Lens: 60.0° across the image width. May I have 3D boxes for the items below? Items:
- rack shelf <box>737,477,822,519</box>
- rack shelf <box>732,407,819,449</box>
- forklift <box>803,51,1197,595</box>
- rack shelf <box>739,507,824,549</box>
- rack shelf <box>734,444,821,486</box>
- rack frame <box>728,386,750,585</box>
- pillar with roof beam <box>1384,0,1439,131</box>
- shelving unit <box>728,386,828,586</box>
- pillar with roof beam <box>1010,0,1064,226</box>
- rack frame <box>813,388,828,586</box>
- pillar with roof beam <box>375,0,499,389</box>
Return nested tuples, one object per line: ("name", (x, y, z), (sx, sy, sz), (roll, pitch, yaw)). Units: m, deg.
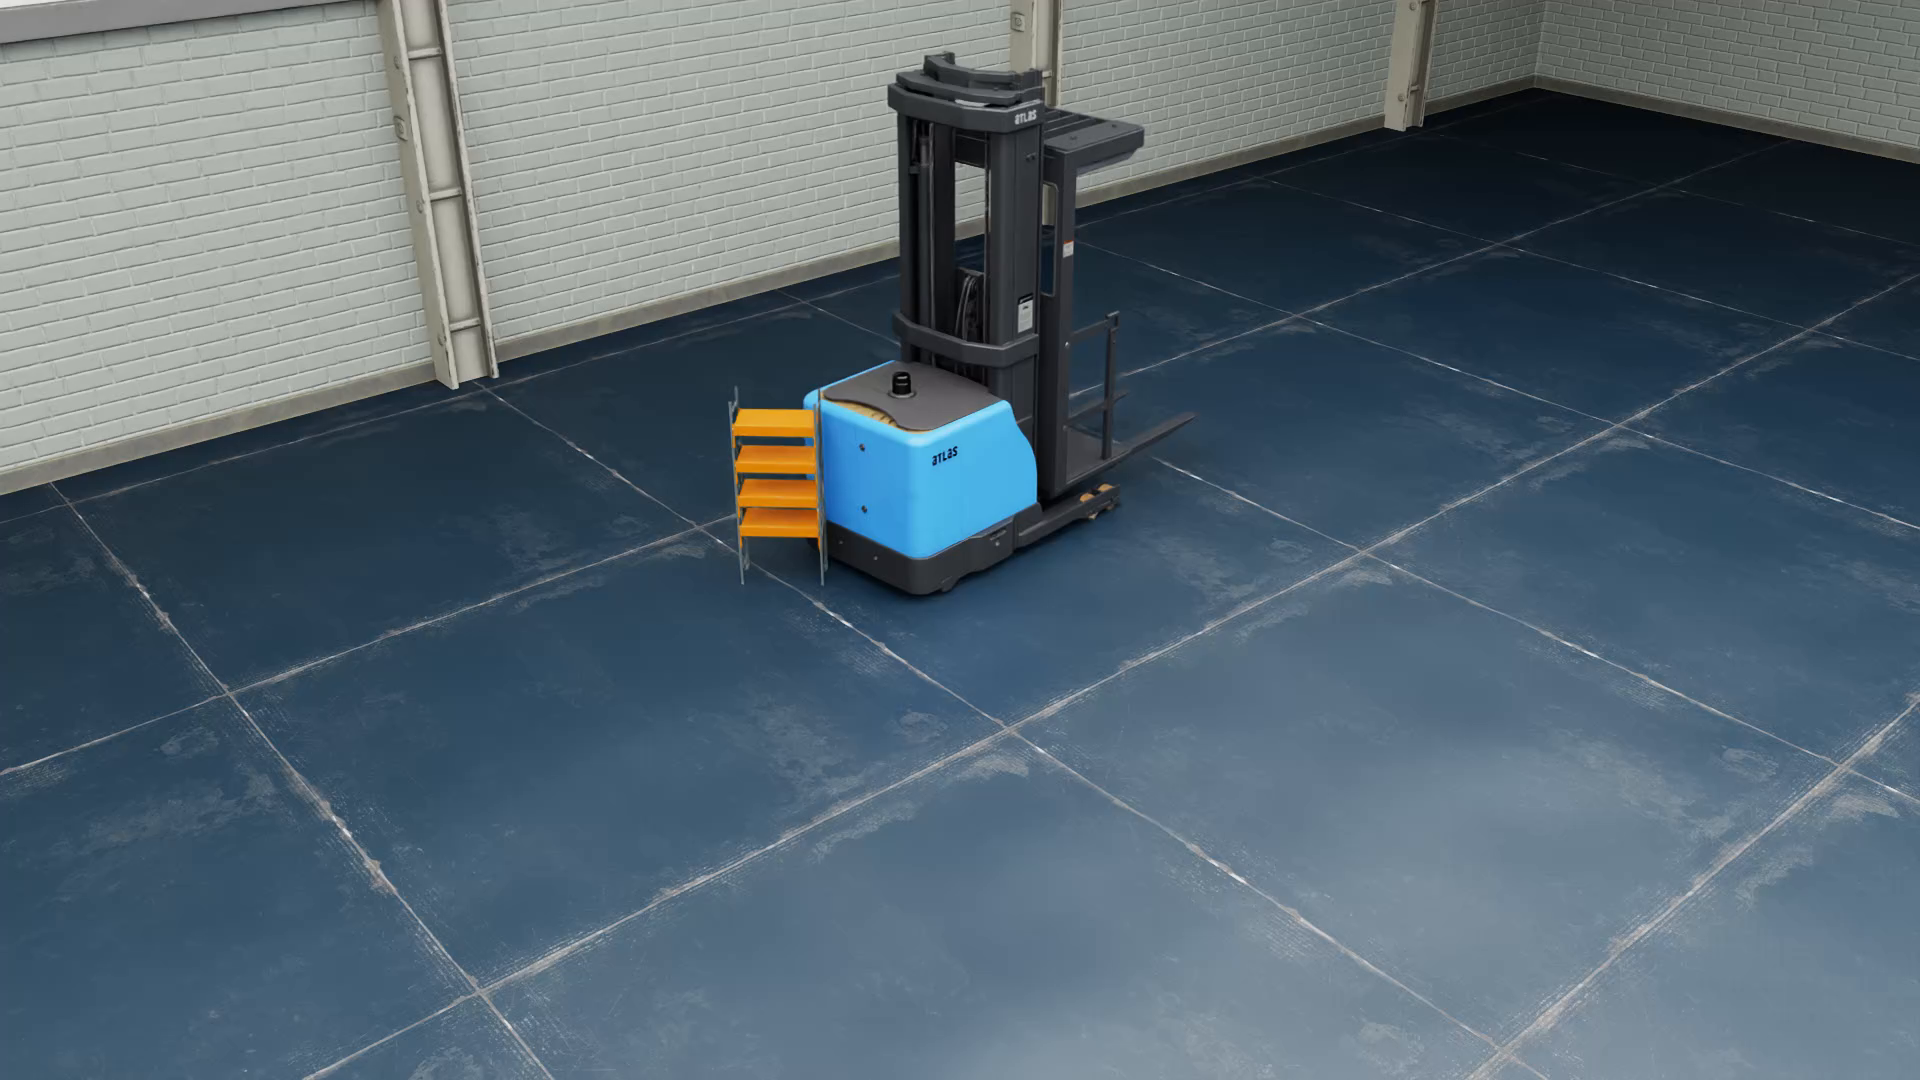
("rack shelf", (-1.072, -0.250, 9.947), (0.480, 0.148, 0.258), (1, 28, 2))
("rack shelf", (-1.072, -0.656, 9.730), (0.480, 0.148, 0.258), (1, 28, 2))
("forklift", (0.412, -1.574, 10.444), (1.130, 2.935, 3.031), (24, 36, 37))
("rack shelf", (-1.072, -0.075, 10.040), (0.480, 0.148, 0.258), (1, 28, 2))
("rack shelf", (-1.072, -0.448, 9.841), (0.480, 0.148, 0.258), (1, 28, 2))
("rack frame", (-1.316, -0.314, 9.924), (0.015, 1.200, 0.240), (1, 28, 2))
("pillar with roof beam", (8.075, -7.367, 14.846), (0.400, 9.000, 9.100), (-22, 35, -35))
("shelving unit", (-1.072, -0.310, 9.915), (0.503, 1.200, 0.258), (1, 28, 2))
("pillar with roof beam", (3.511, -5.531, 11.411), (0.400, 9.000, 9.100), (-22, 35, -35))
("rack frame", (-0.829, -0.305, 9.906), (0.015, 1.200, 0.240), (1, 28, 2))
("pillar with roof beam", (-1.054, -3.696, 7.977), (0.400, 9.000, 9.100), (-22, 35, -35))
